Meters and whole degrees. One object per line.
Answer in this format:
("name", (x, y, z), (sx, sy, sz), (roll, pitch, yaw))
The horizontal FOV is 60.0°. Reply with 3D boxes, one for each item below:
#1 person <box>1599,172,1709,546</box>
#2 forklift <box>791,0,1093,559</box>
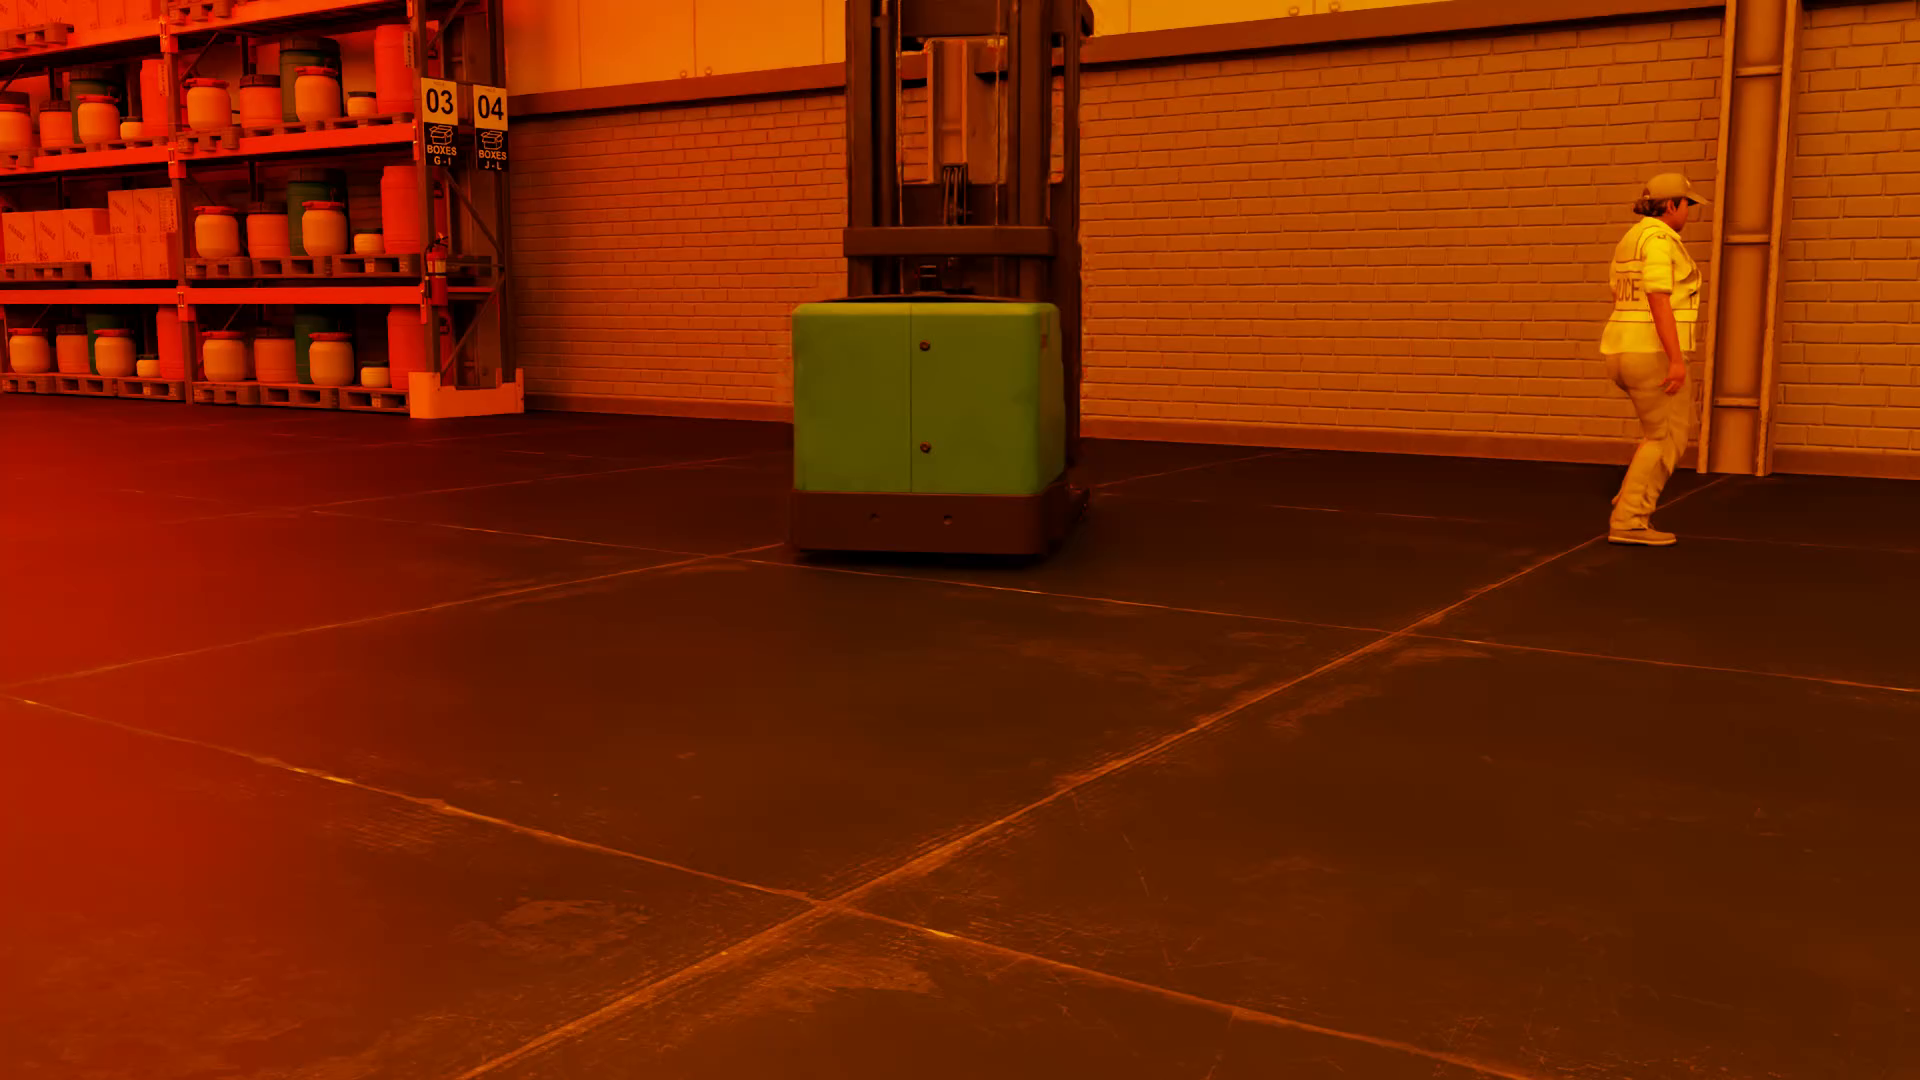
("person", (3.139, -0.794, 7.445), (0.491, 1.670, 0.585), (0, 8, 1))
("forklift", (0.052, -1.540, 8.024), (1.130, 2.935, 3.031), (1, 8, 9))
